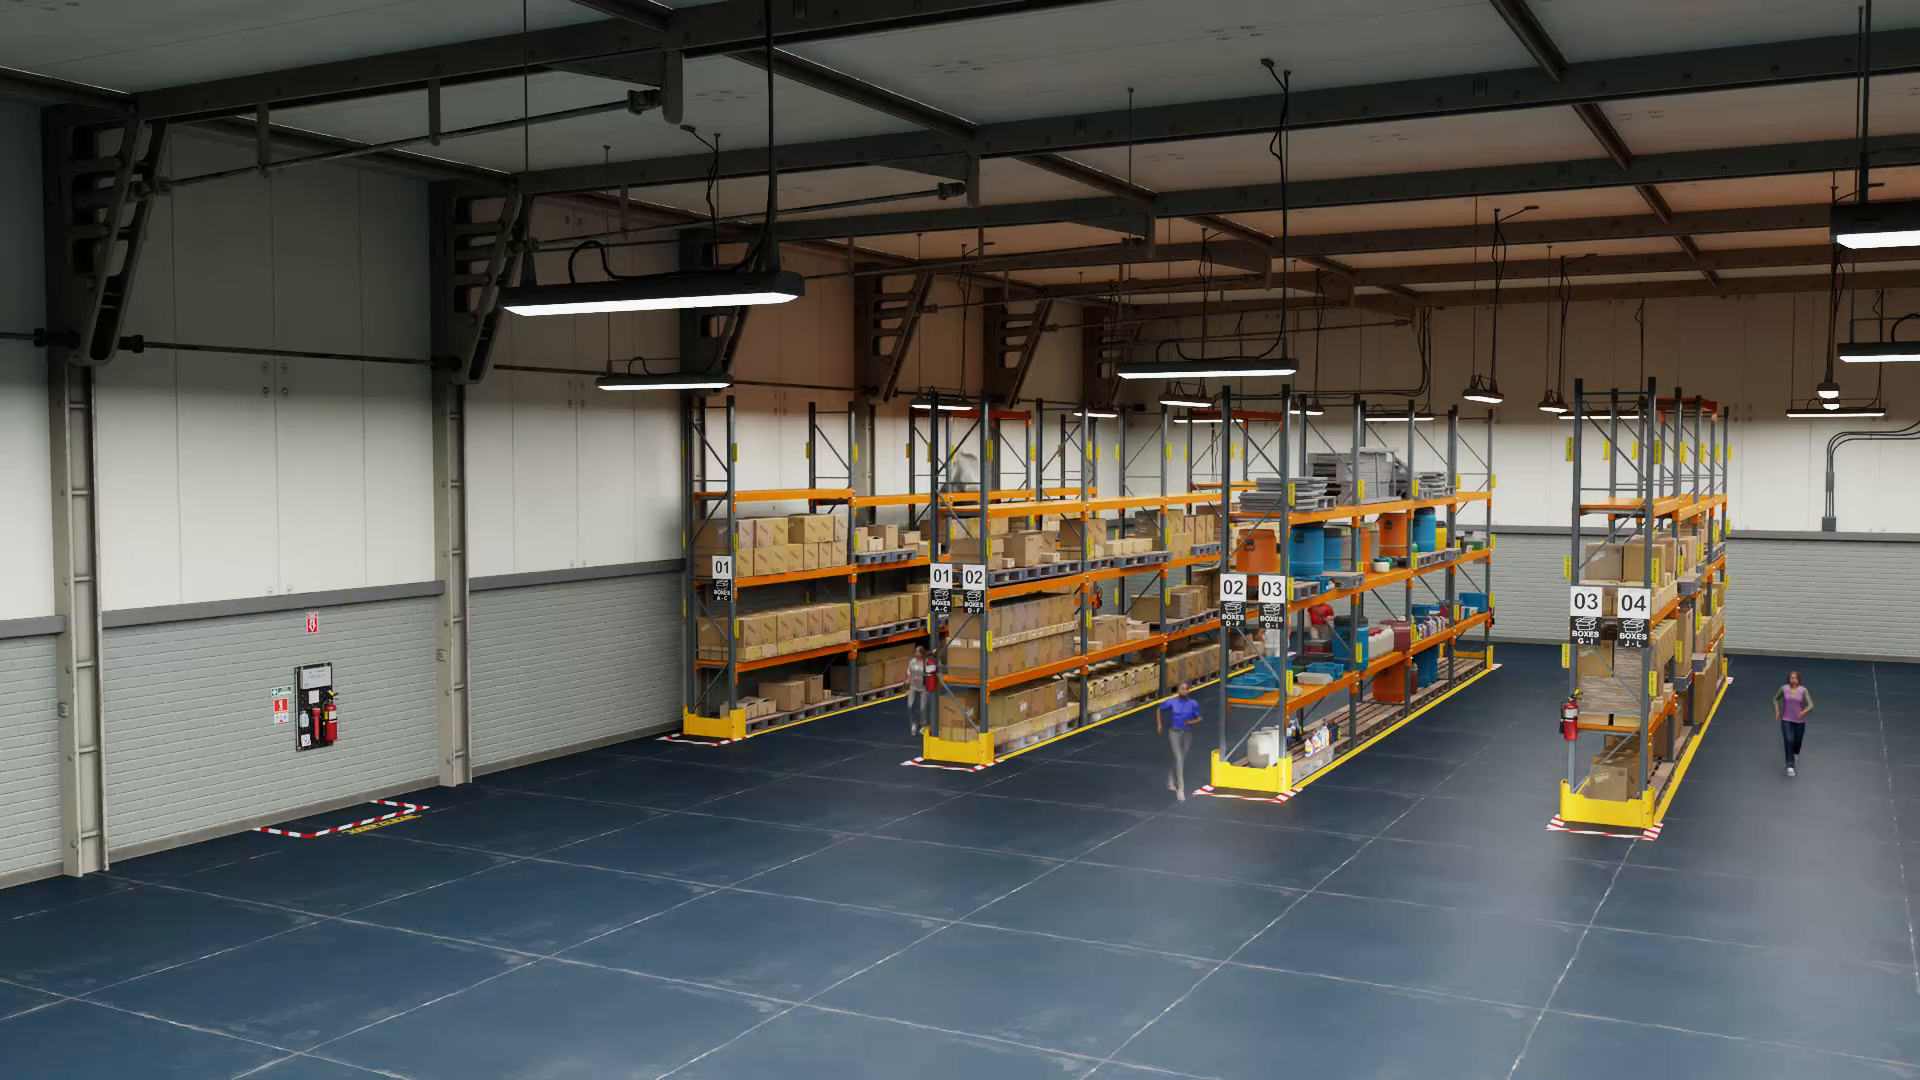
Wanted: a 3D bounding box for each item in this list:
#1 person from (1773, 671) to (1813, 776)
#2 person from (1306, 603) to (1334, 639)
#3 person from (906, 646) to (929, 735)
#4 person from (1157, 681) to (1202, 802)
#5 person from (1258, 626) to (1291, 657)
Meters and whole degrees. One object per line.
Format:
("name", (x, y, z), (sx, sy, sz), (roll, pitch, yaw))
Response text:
("person", (12.996, 2.844, 25.966), (0.559, 1.562, 0.855), (1, 3, 24))
("person", (8.329, 2.113, 38.487), (0.636, 1.790, 0.873), (1, 3, 16))
("person", (-0.741, 2.645, 29.336), (0.508, 1.567, 0.657), (1, 3, 15))
("person", (3.207, 2.909, 24.188), (0.629, 1.677, 0.806), (-1, 3, -18))
("person", (6.520, 2.264, 34.563), (0.644, 1.786, 0.995), (1, 3, 18))
